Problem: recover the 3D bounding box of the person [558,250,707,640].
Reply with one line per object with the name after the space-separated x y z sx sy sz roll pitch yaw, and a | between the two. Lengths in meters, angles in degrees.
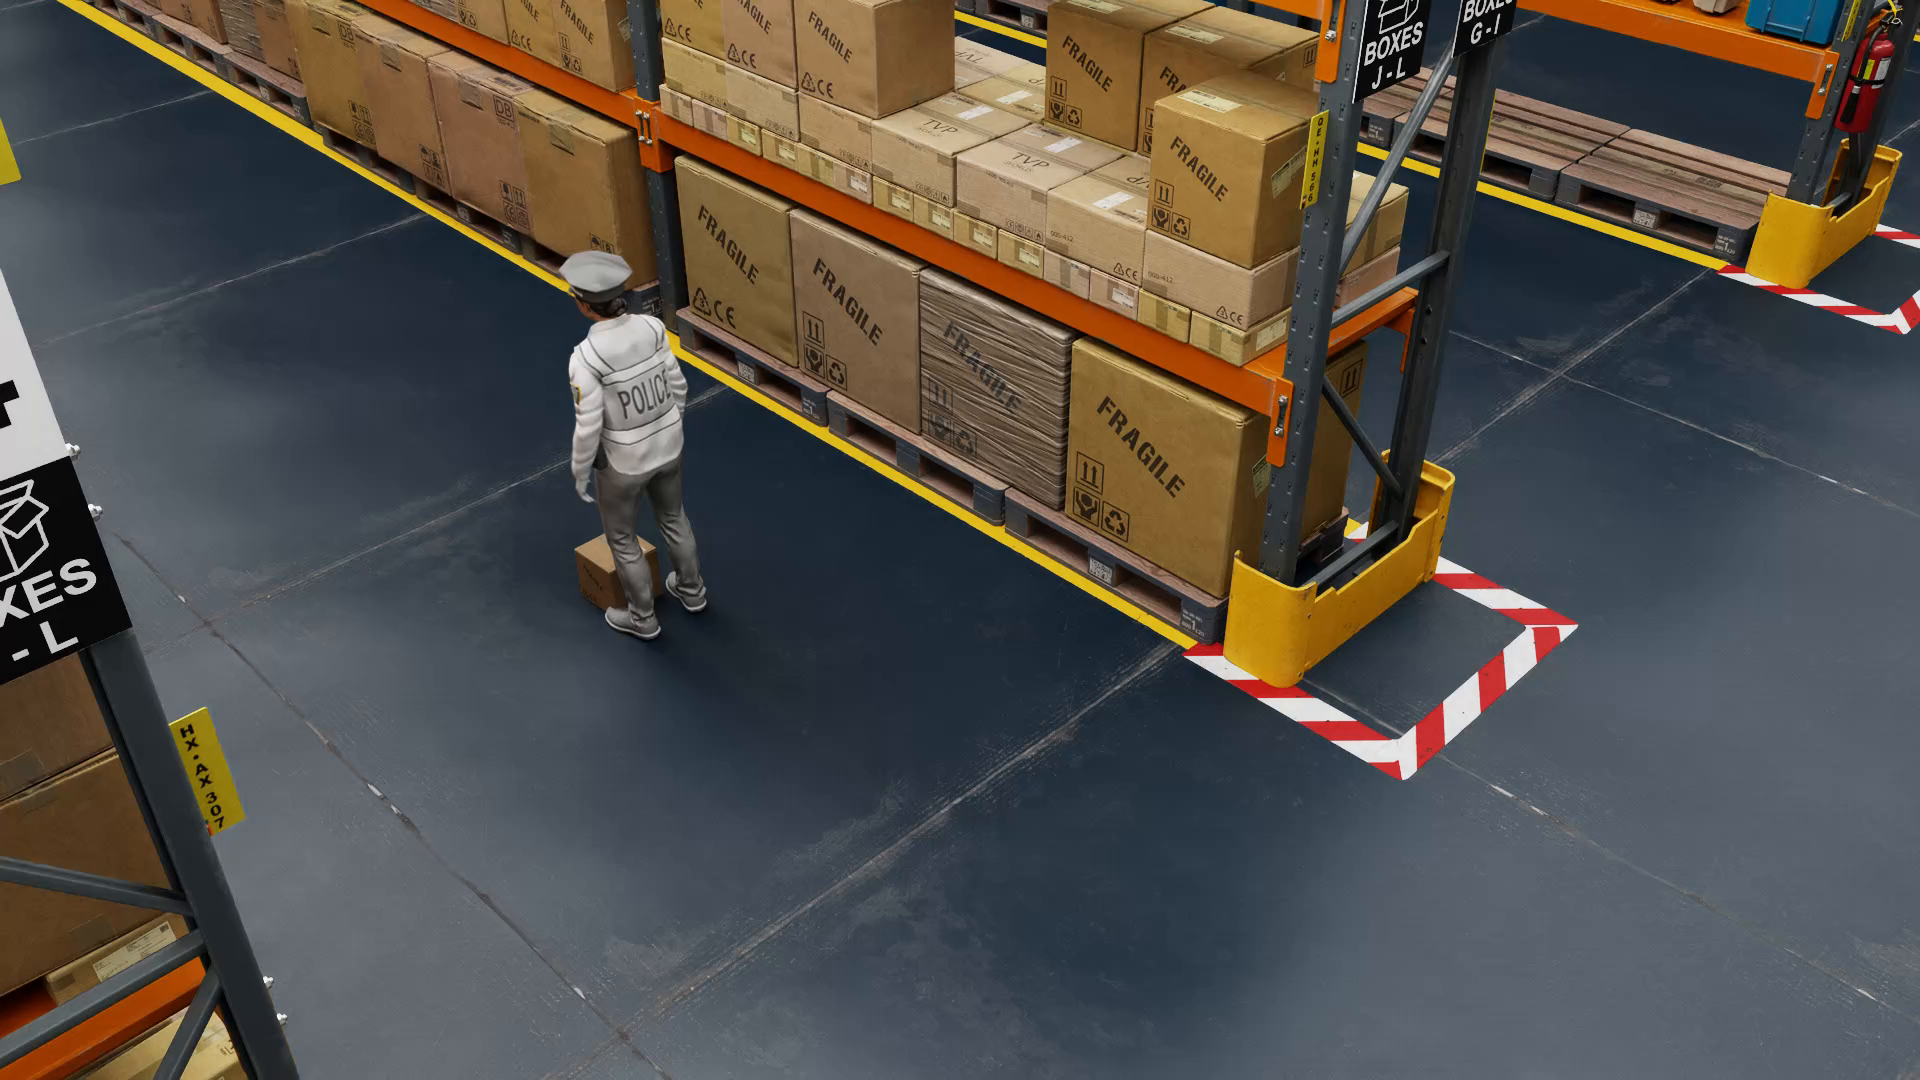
-1.301 -0.340 6.615 0.372 1.666 0.543 28 44 33 | person
